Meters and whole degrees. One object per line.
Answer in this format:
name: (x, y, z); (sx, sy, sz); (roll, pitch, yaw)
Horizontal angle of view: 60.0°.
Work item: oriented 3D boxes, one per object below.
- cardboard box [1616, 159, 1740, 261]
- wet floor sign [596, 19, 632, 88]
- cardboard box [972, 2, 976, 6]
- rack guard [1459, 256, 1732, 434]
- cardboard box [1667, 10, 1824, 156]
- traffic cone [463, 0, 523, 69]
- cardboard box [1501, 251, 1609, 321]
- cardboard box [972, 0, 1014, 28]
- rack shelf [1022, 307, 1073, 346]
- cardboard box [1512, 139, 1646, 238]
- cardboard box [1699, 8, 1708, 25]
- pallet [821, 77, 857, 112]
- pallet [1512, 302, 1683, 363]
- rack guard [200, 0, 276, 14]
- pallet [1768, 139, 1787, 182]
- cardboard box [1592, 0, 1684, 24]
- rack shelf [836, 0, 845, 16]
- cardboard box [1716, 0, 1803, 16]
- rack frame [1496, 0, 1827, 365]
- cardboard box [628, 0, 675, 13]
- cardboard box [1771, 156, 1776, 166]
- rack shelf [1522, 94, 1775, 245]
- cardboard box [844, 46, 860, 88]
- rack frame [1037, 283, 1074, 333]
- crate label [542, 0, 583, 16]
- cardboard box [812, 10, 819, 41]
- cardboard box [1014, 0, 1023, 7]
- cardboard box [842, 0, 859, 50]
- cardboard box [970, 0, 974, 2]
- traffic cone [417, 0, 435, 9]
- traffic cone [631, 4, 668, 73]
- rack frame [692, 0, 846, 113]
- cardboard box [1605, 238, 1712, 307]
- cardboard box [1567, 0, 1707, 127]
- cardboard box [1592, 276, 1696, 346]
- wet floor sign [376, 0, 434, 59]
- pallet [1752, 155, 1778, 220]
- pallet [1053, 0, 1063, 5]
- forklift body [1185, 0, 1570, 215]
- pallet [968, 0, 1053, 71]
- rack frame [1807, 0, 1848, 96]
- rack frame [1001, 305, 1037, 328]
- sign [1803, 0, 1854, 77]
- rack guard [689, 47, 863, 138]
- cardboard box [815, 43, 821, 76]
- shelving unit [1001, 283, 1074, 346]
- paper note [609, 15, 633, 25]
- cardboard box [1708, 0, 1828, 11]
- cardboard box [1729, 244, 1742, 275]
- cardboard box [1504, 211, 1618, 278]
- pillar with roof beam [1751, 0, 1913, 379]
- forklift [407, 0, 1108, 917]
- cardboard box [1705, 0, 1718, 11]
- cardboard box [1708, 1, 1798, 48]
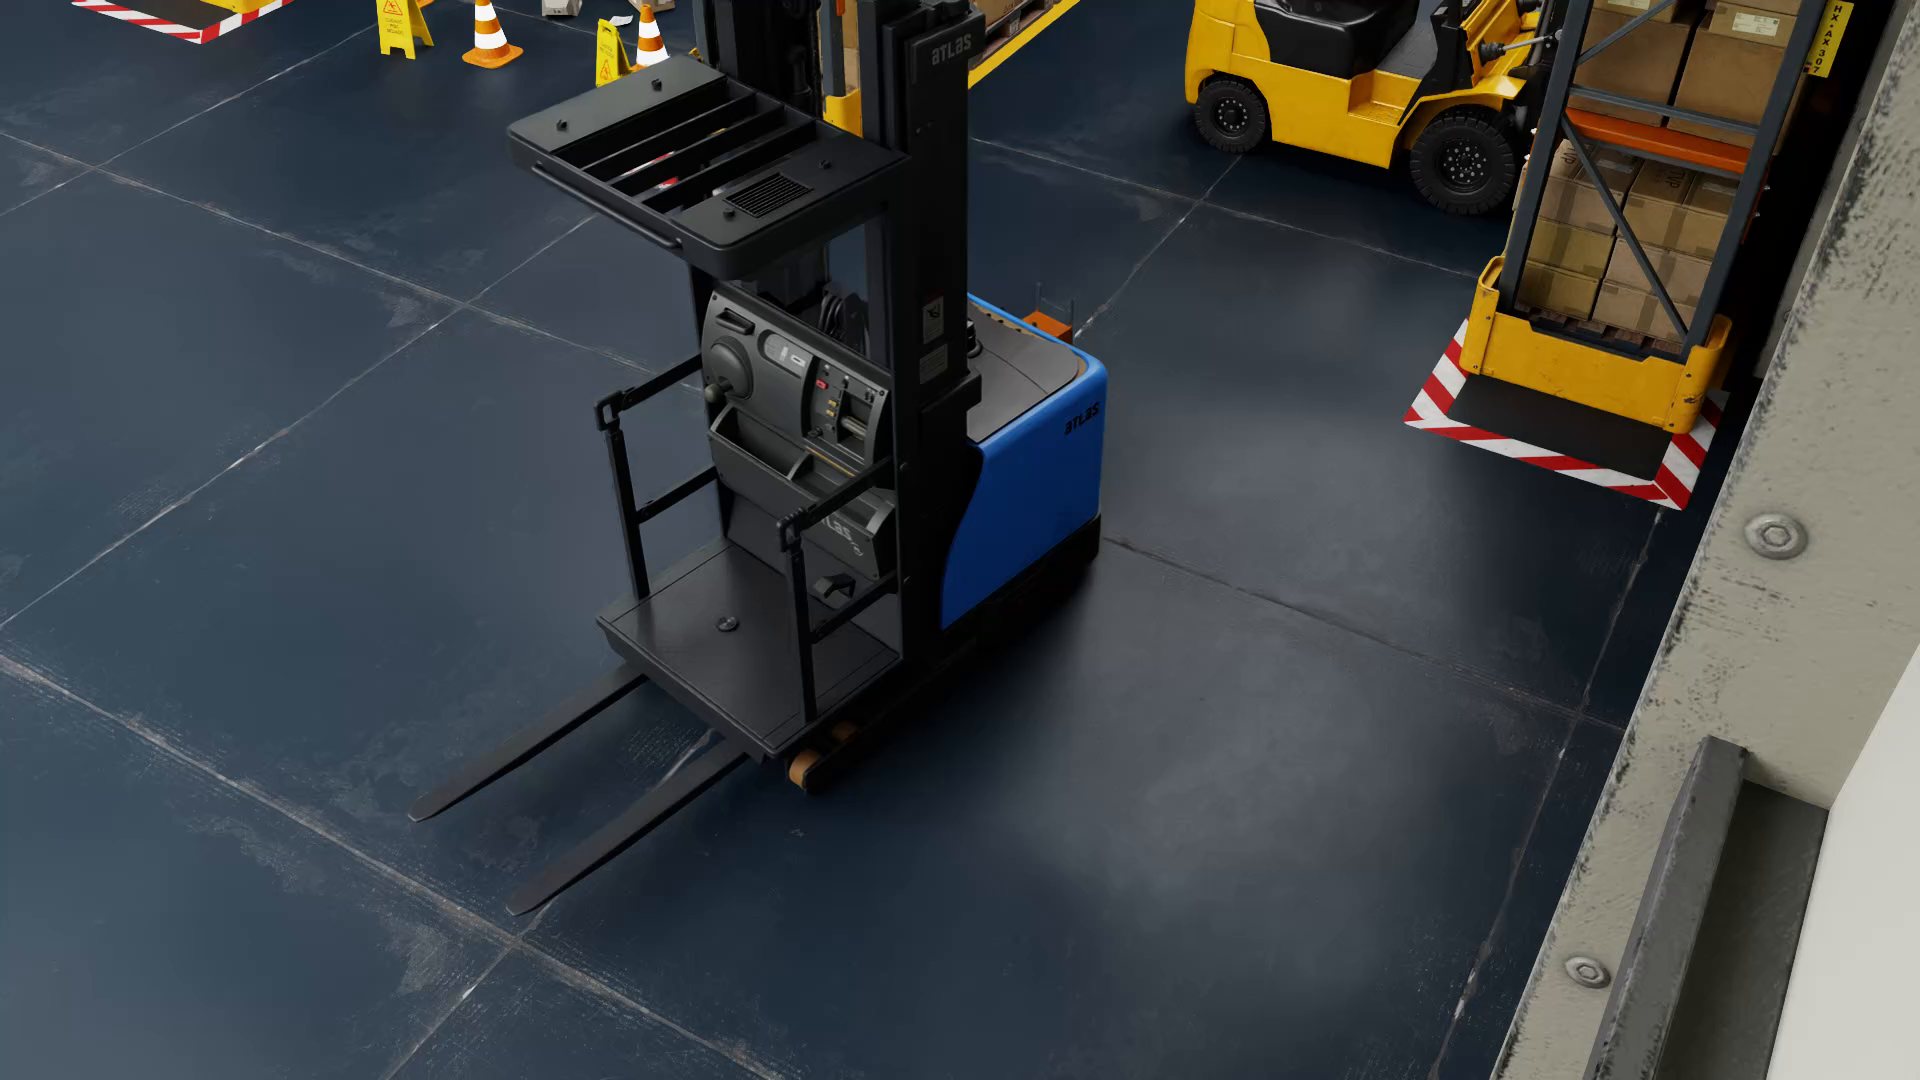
cardboard box: (3.564, -1.647, 8.172); (0.500, 0.250, 0.500); (20, 45, 21)
wet floor sign: (-2.162, -2.934, 10.410); (0.232, 0.644, 0.267); (-29, 49, -29)
cardboard box: (-0.235, -3.358, 10.872); (0.500, 0.250, 0.500); (23, 46, 24)
rack guard: (3.147, -0.982, 8.302); (1.175, 0.500, 0.348); (21, 45, 22)
cardboard box: (3.648, -2.163, 7.676); (0.500, 0.500, 0.500); (22, 46, 23)
traffic cone: (-3.173, -3.466, 11.151); (0.336, 0.463, 0.334); (21, 45, 22)
cardboard box: (3.121, -1.432, 8.685); (0.500, 0.250, 0.500); (21, 46, 22)
cardboard box: (0.027, -3.675, 11.231); (0.500, 0.250, 0.500); (24, 47, 25)
rack shelf: (0.334, -0.828, 7.298); (0.215, 0.259, 0.240); (32, 50, 31)
cardboard box: (3.120, -1.801, 8.347); (0.500, 0.250, 0.500); (22, 46, 23)
cardboard box: (3.446, -2.633, 8.210); (0.500, 0.500, 0.500); (22, 46, 23)
pallet: (-0.665, -3.023, 10.839); (1.003, 0.211, 1.213); (21, 45, 22)
pallet: (3.506, -1.338, 8.926); (1.003, 0.211, 1.213); (21, 45, 22)
rack guard: (-5.488, -4.200, 11.957); (1.175, 0.500, 0.348); (21, 45, 22)
pallet: (4.727, -2.735, 10.511); (1.003, 0.211, 1.213); (21, 45, 22)
cardboard box: (3.090, -2.505, 7.574); (0.380, 0.149, 0.250); (22, 46, 23)
rack shelf: (-0.139, -4.447, 10.890); (1.077, 0.370, 4.000); (21, 45, 22)
cardboard box: (3.512, -2.448, 7.284); (0.380, 0.149, 0.250); (20, 45, 21)
rack frame: (3.159, -1.933, 7.491); (1.000, 3.000, 0.127); (21, 45, 22)
cardboard box: (-2.234, -3.921, 11.905); (0.250, 0.149, 0.380); (-21, 45, -22)
cardboard box: (4.589, -2.426, 9.814); (0.500, 0.250, 0.500); (21, 46, 22)
rack shelf: (4.160, -2.808, 9.029); (1.077, 0.370, 4.000); (21, 45, 22)
cardboard box: (-0.497, -3.069, 10.543); (0.500, 0.250, 0.500); (21, 45, 22)
rack frame: (0.417, -0.682, 7.546); (0.200, 1.050, 0.008); (32, 50, 31)
crate label: (-2.833, -3.814, 11.793); (0.250, 0.136, 0.298); (0, 41, 0)
cardboard box: (-0.965, -3.525, 10.494); (0.500, 0.500, 0.500); (21, 46, 22)
cardboard box: (0.282, -3.963, 11.559); (0.500, 0.250, 0.500); (22, 46, 23)
cardboard box: (-0.486, -3.364, 10.311); (0.500, 0.500, 0.500); (19, 45, 21)
cardboard box: (-0.228, -3.665, 10.652); (0.500, 0.500, 0.500); (19, 45, 21)
traffic cone: (-3.981, -4.034, 11.797); (0.336, 0.463, 0.334); (21, 45, 22)
traffic cone: (-2.042, -3.293, 10.955); (0.336, 0.463, 0.334); (21, 45, 22)
rack frame: (-1.140, -3.573, 9.353); (1.000, 3.000, 0.127); (21, 45, 22)
cardboard box: (3.574, -1.447, 8.324); (0.500, 0.250, 0.500); (22, 46, 23)
cardboard box: (3.178, -2.339, 7.877); (0.500, 0.500, 0.500); (20, 45, 21)
cardboard box: (3.574, -1.275, 8.507); (0.500, 0.250, 0.500); (21, 46, 22)
wet floor sign: (-3.777, -3.597, 11.162); (0.267, 0.644, 0.232); (14, 43, 15)
pallet: (4.117, -2.034, 9.715); (1.003, 0.211, 1.213); (21, 45, 22)
pallet: (0.556, -4.419, 12.424); (1.003, 0.211, 1.213); (21, 45, 22)
forklift body: (2.529, -3.303, 9.689); (2.313, 2.155, 1.214); (21, 45, 22)
pallet: (-0.054, -3.718, 11.628); (1.003, 0.211, 1.213); (21, 45, 22)
rack frame: (5.161, -4.222, 10.090); (1.000, 3.000, 0.127); (21, 45, 22)
rack frame: (0.251, -0.564, 7.412); (0.200, 1.050, 0.008); (32, 50, 31)
sign: (3.637, -2.101, 6.967); (0.100, 0.325, 0.005); (21, 45, 22)
rack guard: (-1.102, -2.678, 10.229); (1.175, 0.500, 0.348); (21, 45, 22)
cardboard box: (-0.957, -3.264, 10.765); (0.500, 0.250, 0.500); (21, 45, 22)
shelving unit: (0.334, -0.623, 7.479); (0.215, 1.050, 0.252); (32, 50, 31)
paper note: (-2.391, -3.658, 11.696); (0.148, 0.019, 0.142); (7, 42, 8)
cardboard box: (3.889, -2.468, 8.023); (0.500, 0.500, 0.500); (22, 46, 23)
cardboard box: (3.850, -1.555, 8.825); (0.500, 0.250, 0.500); (21, 46, 22)
cardboard box: (3.132, -1.629, 8.530); (0.500, 0.250, 0.500); (20, 45, 22)
pillar with roof beam: (0.561, -5.709, 7.239); (9.100, 9.000, 0.400); (21, 45, 22)
forklift: (-0.753, -0.513, 5.930); (1.130, 2.935, 3.031); (32, 50, 31)
cardboard box: (3.622, -2.485, 7.551); (0.380, 0.149, 0.250); (21, 45, 22)
cardboard box: (3.553, -2.323, 7.367); (0.380, 0.149, 0.250); (20, 45, 21)
